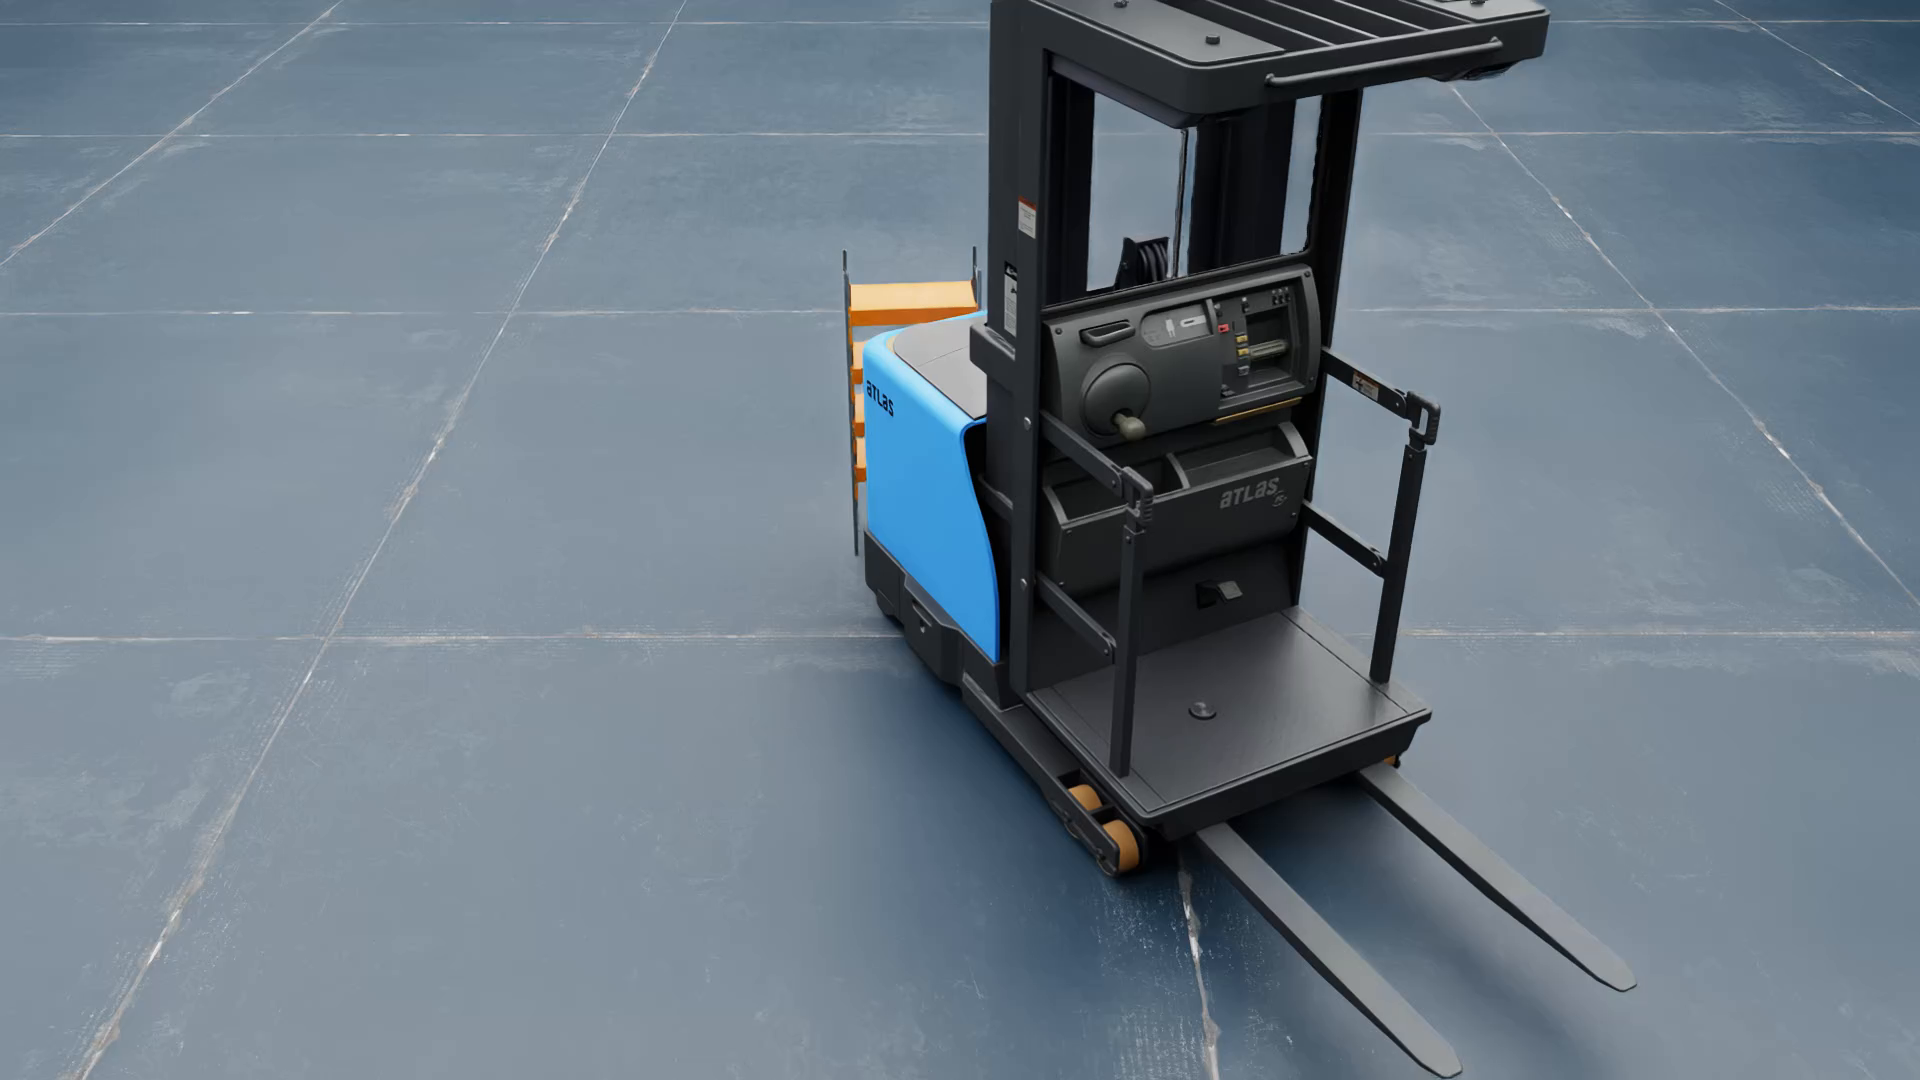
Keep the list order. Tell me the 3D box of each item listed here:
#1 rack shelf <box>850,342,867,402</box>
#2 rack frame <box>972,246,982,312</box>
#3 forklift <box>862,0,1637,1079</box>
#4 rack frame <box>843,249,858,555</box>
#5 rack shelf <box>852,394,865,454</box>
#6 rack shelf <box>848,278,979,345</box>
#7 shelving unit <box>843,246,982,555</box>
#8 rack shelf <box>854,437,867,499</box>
[{"bbox_3d":[-0.180,-0.658,6.375,0.480,0.148,0.258,-2,31,-4],"label":"rack shelf"},{"bbox_3d":[0.063,-0.534,6.472,0.015,1.200,0.240,-2,31,-4],"label":"rack frame"},{"bbox_3d":[0.780,-0.501,4.749,1.130,2.935,3.031,-16,35,-24],"label":"forklift"},{"bbox_3d":[-0.423,-0.514,6.441,0.015,1.200,0.240,-2,31,-4],"label":"rack frame"},{"bbox_3d":[-0.180,-0.466,6.491,0.480,0.148,0.258,-2,31,-4],"label":"rack shelf"},{"bbox_3d":[-0.180,-0.860,6.253,0.480,0.148,0.258,-2,31,-4],"label":"rack shelf"},{"bbox_3d":[-0.180,-0.524,6.456,0.503,1.200,0.258,-2,31,-4],"label":"shelving unit"},{"bbox_3d":[-0.180,-0.297,6.594,0.480,0.148,0.258,-2,31,-4],"label":"rack shelf"}]
